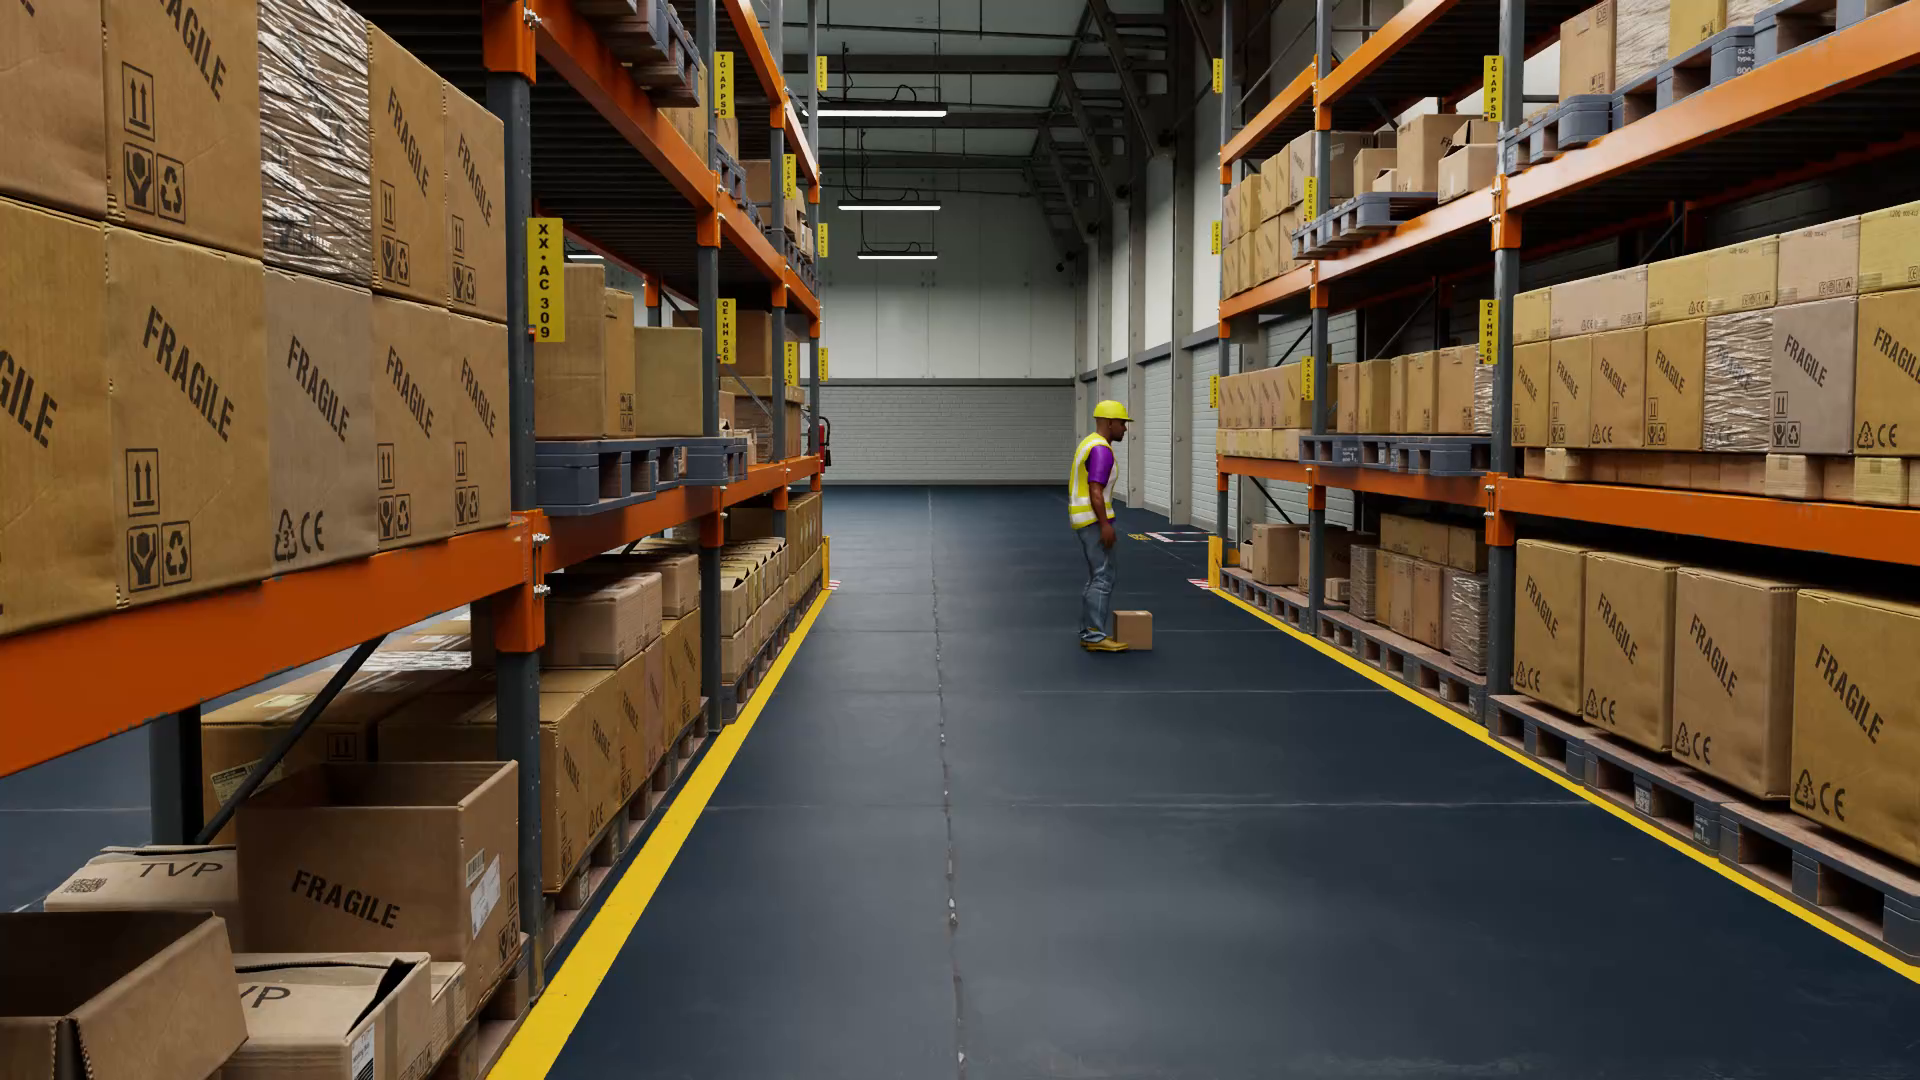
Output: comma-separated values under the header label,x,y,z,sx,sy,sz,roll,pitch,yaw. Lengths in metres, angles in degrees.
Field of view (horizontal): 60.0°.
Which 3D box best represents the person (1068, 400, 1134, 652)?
label,x,y,z,sx,sy,sz,roll,pitch,yaw
person,1.000,-0.107,11.777,0.458,1.757,0.628,0,4,0
